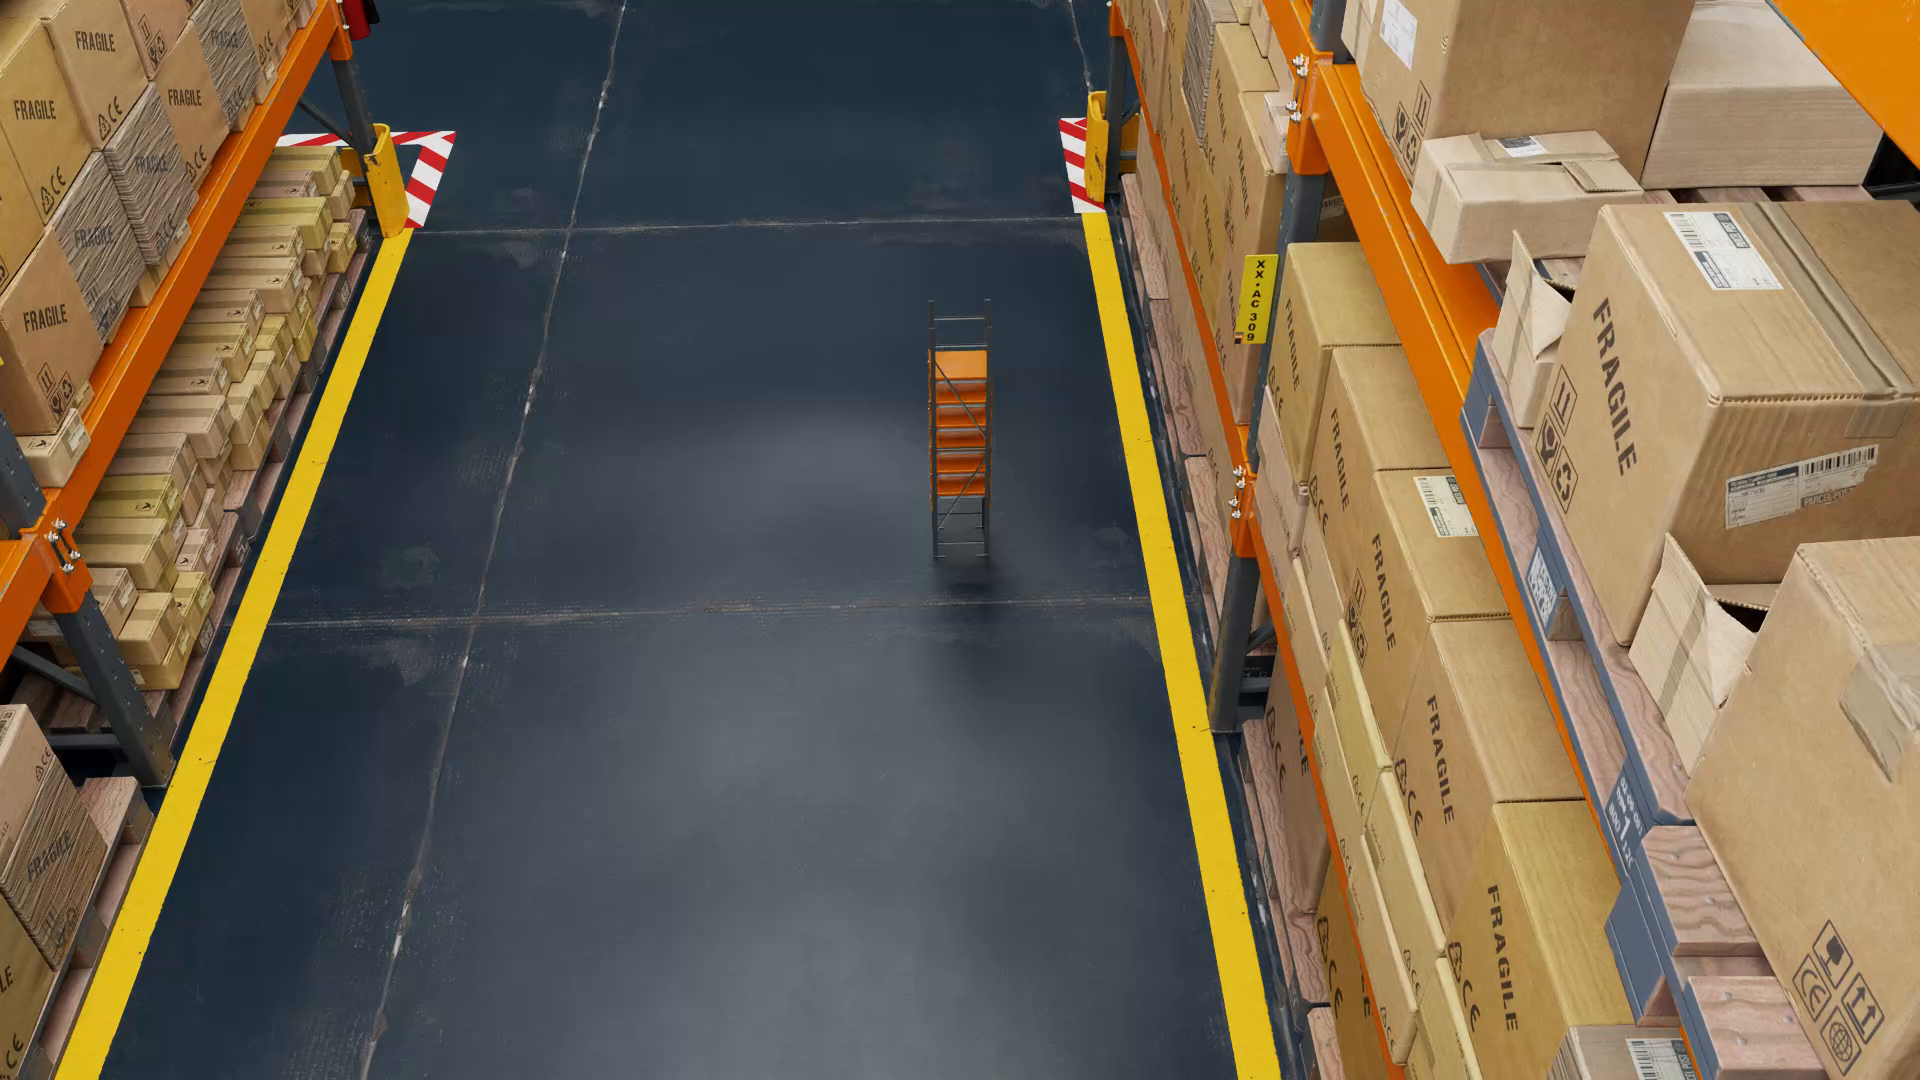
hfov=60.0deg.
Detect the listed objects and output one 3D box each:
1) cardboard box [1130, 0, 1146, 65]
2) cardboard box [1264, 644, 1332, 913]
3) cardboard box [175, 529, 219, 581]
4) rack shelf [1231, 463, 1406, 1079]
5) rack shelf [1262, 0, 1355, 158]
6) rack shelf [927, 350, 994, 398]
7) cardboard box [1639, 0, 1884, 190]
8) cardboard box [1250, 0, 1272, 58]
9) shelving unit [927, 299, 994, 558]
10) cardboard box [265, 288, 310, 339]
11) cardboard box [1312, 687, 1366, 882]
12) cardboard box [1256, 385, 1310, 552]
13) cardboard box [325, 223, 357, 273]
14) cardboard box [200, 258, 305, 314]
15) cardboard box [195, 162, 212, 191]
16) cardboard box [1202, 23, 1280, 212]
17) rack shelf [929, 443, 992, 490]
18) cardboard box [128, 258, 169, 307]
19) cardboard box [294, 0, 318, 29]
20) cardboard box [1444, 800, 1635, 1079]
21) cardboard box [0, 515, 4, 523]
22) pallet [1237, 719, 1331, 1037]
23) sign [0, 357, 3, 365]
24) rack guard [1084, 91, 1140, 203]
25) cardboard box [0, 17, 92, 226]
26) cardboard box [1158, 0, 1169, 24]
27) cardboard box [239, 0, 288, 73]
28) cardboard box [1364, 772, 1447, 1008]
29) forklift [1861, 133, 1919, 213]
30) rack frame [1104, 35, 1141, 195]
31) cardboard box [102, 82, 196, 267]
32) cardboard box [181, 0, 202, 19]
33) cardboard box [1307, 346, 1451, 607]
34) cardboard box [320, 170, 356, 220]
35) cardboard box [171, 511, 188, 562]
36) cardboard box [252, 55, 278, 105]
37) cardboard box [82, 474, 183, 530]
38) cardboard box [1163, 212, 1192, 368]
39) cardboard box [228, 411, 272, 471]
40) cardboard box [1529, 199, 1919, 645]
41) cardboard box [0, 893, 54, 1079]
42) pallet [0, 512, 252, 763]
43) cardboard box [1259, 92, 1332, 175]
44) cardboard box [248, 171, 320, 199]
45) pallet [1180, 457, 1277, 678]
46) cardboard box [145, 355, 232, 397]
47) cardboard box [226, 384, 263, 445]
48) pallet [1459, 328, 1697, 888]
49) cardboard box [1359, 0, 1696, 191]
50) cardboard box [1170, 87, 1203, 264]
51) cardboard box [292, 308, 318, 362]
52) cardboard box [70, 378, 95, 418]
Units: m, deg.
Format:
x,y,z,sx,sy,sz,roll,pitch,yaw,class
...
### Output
x,y,z,sx,sy,sz,roll,pitch,yaw,class
1.081,-2.474,7.655,0.500,0.500,0.500,-2,43,-2,cardboard box
1.575,0.635,5.599,0.875,0.875,0.875,0,43,0,cardboard box
-3.241,0.096,6.725,0.380,0.149,0.250,-2,43,-2,cardboard box
1.553,1.206,4.247,1.077,0.370,4.000,-2,43,-2,rack shelf
1.383,-2.600,6.180,1.077,0.370,4.000,-2,43,-2,rack shelf
0.001,-0.665,6.621,0.258,0.103,0.180,-2,43,-2,rack shelf
1.716,-1.048,3.709,0.500,0.311,0.500,-2,43,-2,cardboard box
1.205,-1.773,5.670,0.380,0.149,0.250,-2,43,-2,cardboard box
0.001,-0.433,6.834,0.258,1.200,0.189,-2,43,-2,shelving unit
-3.277,-1.065,7.771,0.380,0.149,0.250,-1,43,-1,cardboard box
1.253,0.646,4.436,0.500,0.250,0.500,-2,43,-2,cardboard box
1.205,-0.234,5.026,0.500,0.250,0.500,-3,43,-3,cardboard box
-3.300,-1.484,8.448,0.380,0.149,0.250,0,43,0,cardboard box
-3.261,-1.174,7.670,0.380,0.149,0.250,0,43,0,cardboard box
-3.352,-1.544,6.901,0.380,0.149,0.250,-1,43,-1,cardboard box
1.159,-1.468,5.818,0.500,0.500,0.500,-2,43,-2,cardboard box
0.001,-0.311,6.945,0.258,0.103,0.180,-2,43,-2,rack shelf
-3.258,-1.014,6.322,0.380,0.149,0.250,-1,43,-1,cardboard box
-3.347,-2.595,8.047,0.380,0.149,0.250,-2,43,-2,cardboard box
1.310,0.862,3.276,0.500,0.500,0.500,-2,43,-2,cardboard box
-3.816,-0.094,6.492,0.380,0.149,0.250,-2,43,-2,cardboard box
1.576,1.137,5.853,1.003,0.211,1.213,-2,43,-2,pallet
-2.919,-0.645,4.876,0.100,0.325,0.005,-2,43,-2,sign
1.297,-2.205,9.285,1.175,0.500,0.348,-2,43,-2,rack guard
-3.286,-1.376,5.497,0.500,0.500,0.500,-3,43,-3,cardboard box
1.093,-2.487,6.930,0.500,0.500,0.500,-2,43,-2,cardboard box
-3.350,-2.402,7.357,0.500,0.500,0.500,-2,43,-2,cardboard box
1.274,0.800,3.898,0.500,0.250,0.500,-3,43,-3,cardboard box
3.544,-1.030,6.204,1.130,2.935,3.031,-8,43,-9,forklift
1.298,-3.110,8.423,1.000,3.000,0.127,-2,43,-2,rack frame
-3.256,-1.362,6.222,0.500,0.500,0.500,-2,43,-3,cardboard box
-3.322,-2.420,6.636,0.500,0.500,0.500,0,43,0,cardboard box
1.249,-0.167,4.398,0.500,0.500,0.500,-2,43,-2,cardboard box
-3.335,-1.765,8.535,0.380,0.149,0.250,-3,43,-3,cardboard box
-3.315,0.002,6.607,0.380,0.149,0.250,-2,43,-2,cardboard box
-3.314,-2.086,7.491,0.380,0.149,0.250,-1,43,-1,cardboard box
-3.293,-0.118,6.518,0.380,0.149,0.250,-2,43,-2,cardboard box
1.474,-1.260,7.990,0.875,0.438,0.875,-1,43,-1,cardboard box
-3.263,-0.433,7.302,0.380,0.149,0.250,-3,43,-3,cardboard box
1.274,-0.188,2.631,0.500,0.500,0.500,-1,43,-1,cardboard box
-3.168,1.406,5.035,0.500,0.500,0.500,-3,43,-3,cardboard box
-3.537,0.376,6.683,1.003,0.211,1.213,-2,43,-2,pallet
1.137,-1.253,5.103,0.380,0.149,0.250,-2,43,-3,cardboard box
-3.414,-1.702,8.245,0.380,0.149,0.250,-1,43,-1,cardboard box
1.514,0.103,6.982,1.003,0.211,1.213,-2,43,-2,pallet
-3.350,-0.649,7.097,0.380,0.149,0.250,-3,43,-4,cardboard box
-3.260,-0.539,7.197,0.380,0.149,0.250,-2,43,-2,cardboard box
1.507,0.067,2.877,1.003,0.211,1.213,0,43,0,pallet
1.216,-1.104,3.630,0.500,0.500,0.500,-2,43,-3,cardboard box
1.130,-1.438,6.525,0.500,0.500,0.500,-2,43,-2,cardboard box
-3.278,-0.966,7.883,0.380,0.149,0.250,-3,43,-4,cardboard box
-3.243,-0.480,5.739,0.380,0.149,0.250,0,43,-1,cardboard box
